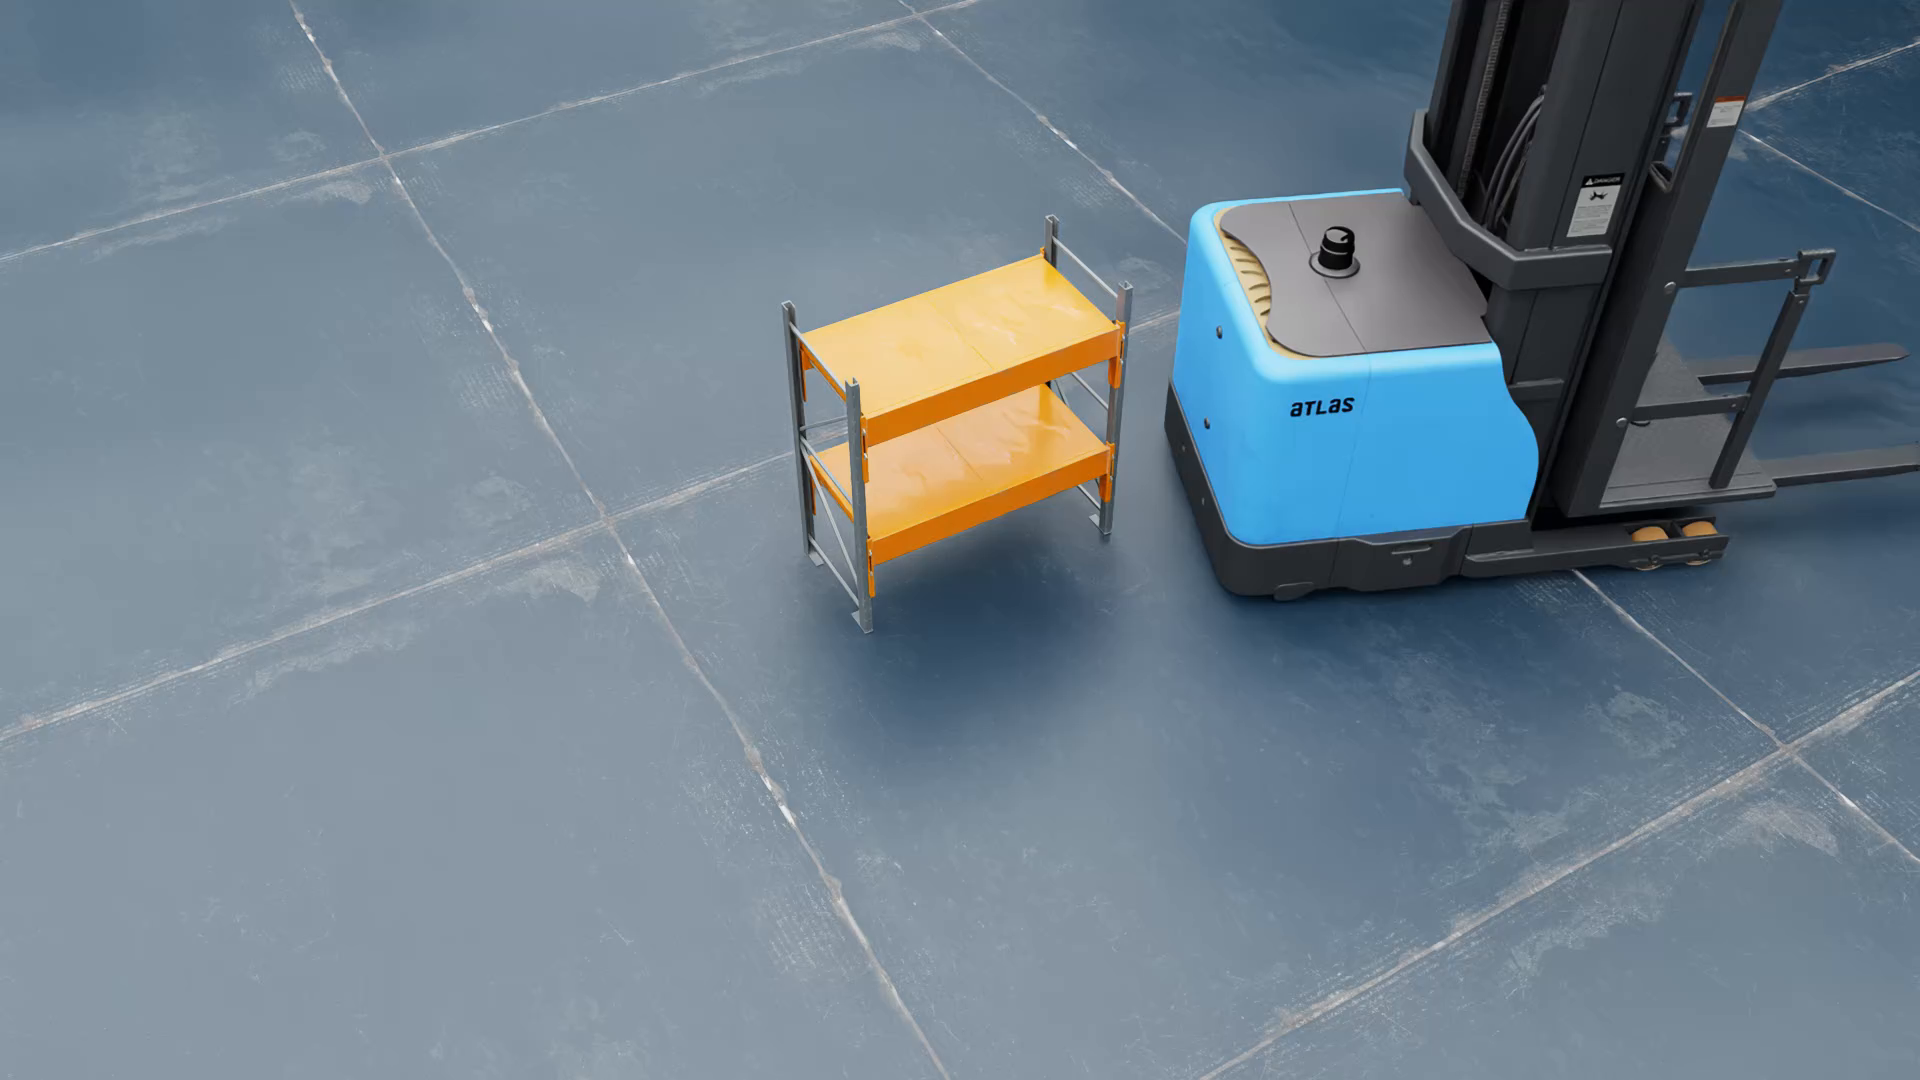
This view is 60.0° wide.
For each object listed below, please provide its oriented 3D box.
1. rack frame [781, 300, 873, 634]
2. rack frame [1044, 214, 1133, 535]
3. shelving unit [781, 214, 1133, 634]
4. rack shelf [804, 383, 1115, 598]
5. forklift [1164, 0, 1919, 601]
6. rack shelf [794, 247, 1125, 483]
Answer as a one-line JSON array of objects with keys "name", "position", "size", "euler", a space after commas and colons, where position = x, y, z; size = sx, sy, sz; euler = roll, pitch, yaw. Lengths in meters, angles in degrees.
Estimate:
[{"name": "rack frame", "position": [-0.447, -0.225, 5.674], "size": [0.032, 1.125, 0.500], "euler": [-22, 48, -21]}, {"name": "rack frame", "position": [0.435, -0.578, 6.038], "size": [0.032, 1.125, 0.500], "euler": [-22, 48, -21]}, {"name": "shelving unit", "position": [-0.006, -0.401, 5.856], "size": [1.048, 1.125, 0.538], "euler": [-22, 48, -21]}, {"name": "rack shelf", "position": [-0.006, -0.226, 6.026], "size": [1.000, 0.278, 0.538], "euler": [-22, 48, -21]}, {"name": "forklift", "position": [2.370, -1.301, 5.486], "size": [3.031, 2.935, 1.130], "euler": [-6, 44, -6]}, {"name": "rack shelf", "position": [-0.006, -0.611, 5.652], "size": [1.000, 0.278, 0.538], "euler": [-22, 48, -21]}]
